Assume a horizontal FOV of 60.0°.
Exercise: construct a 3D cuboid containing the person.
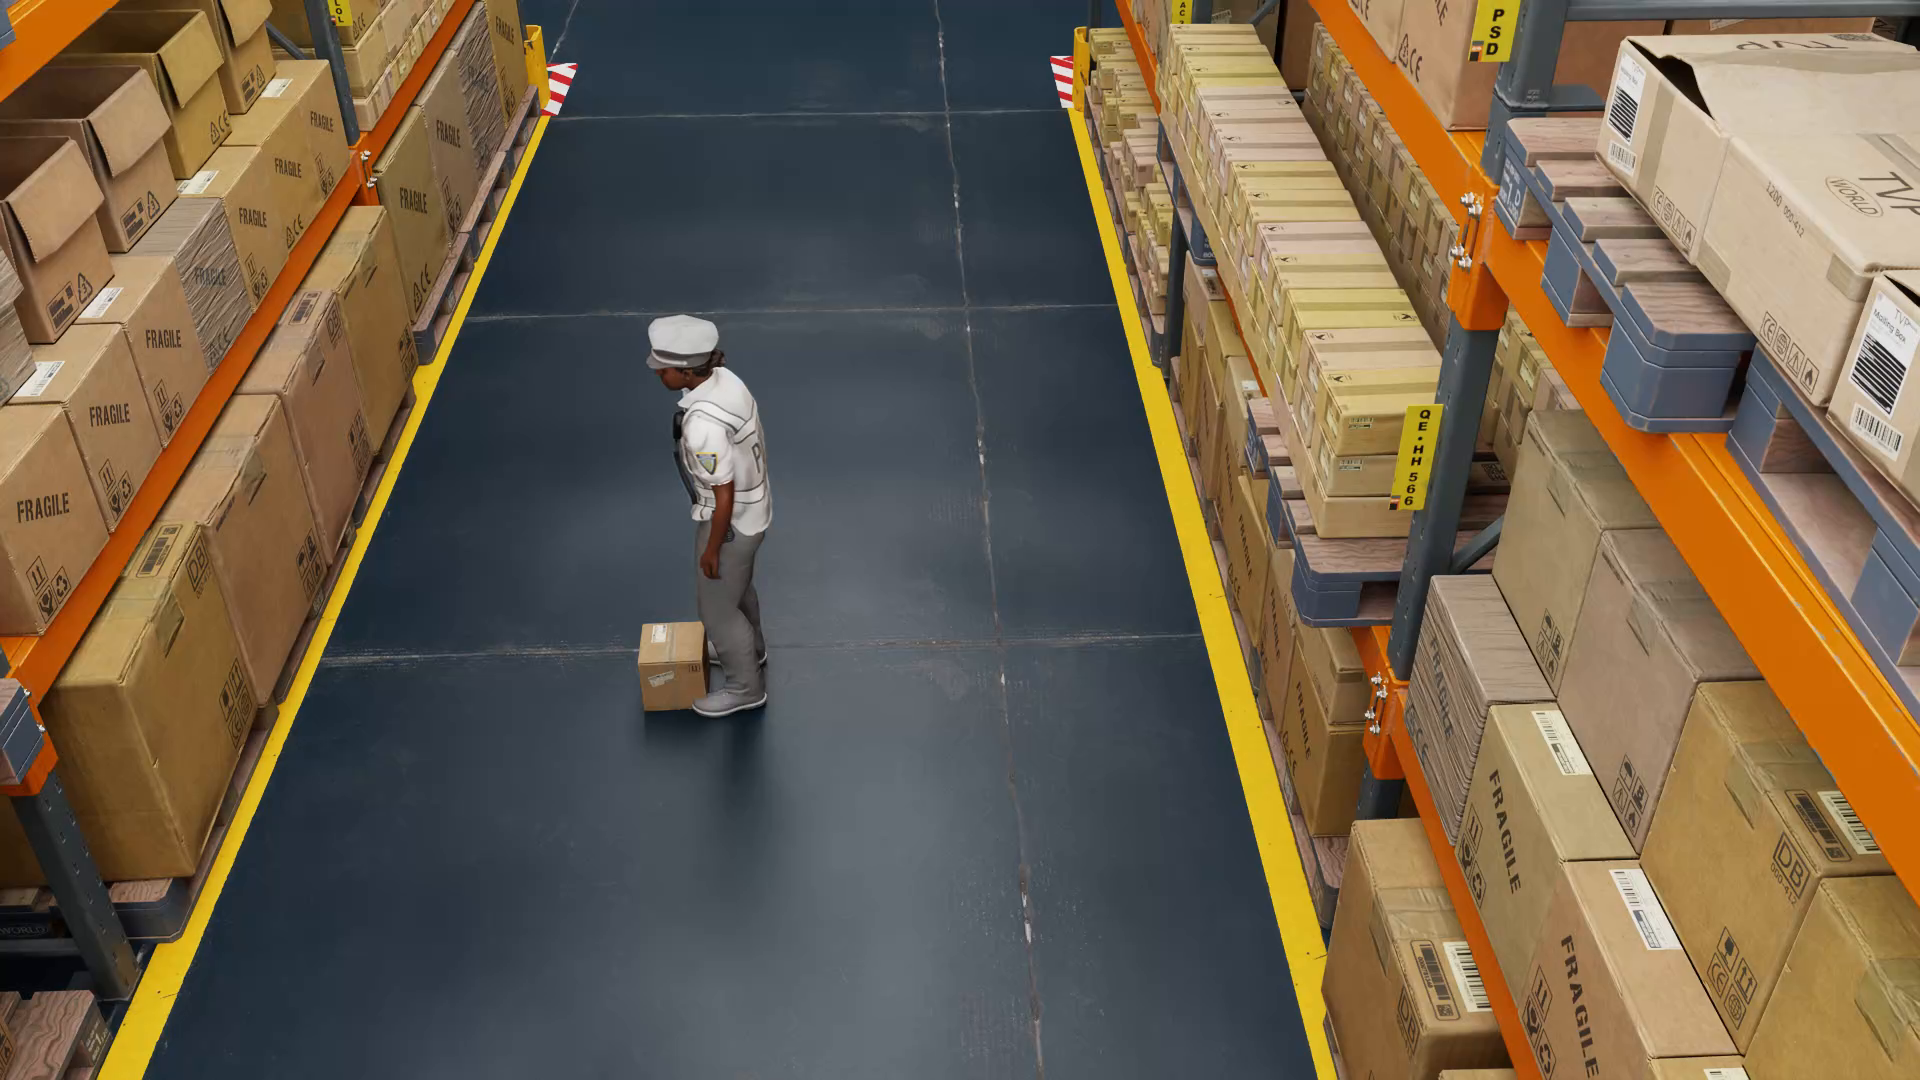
[{"bbox_3d":[-0.903,-0.083,6.265,0.396,1.657,0.503,-2,35,-3],"label":"person"}]
